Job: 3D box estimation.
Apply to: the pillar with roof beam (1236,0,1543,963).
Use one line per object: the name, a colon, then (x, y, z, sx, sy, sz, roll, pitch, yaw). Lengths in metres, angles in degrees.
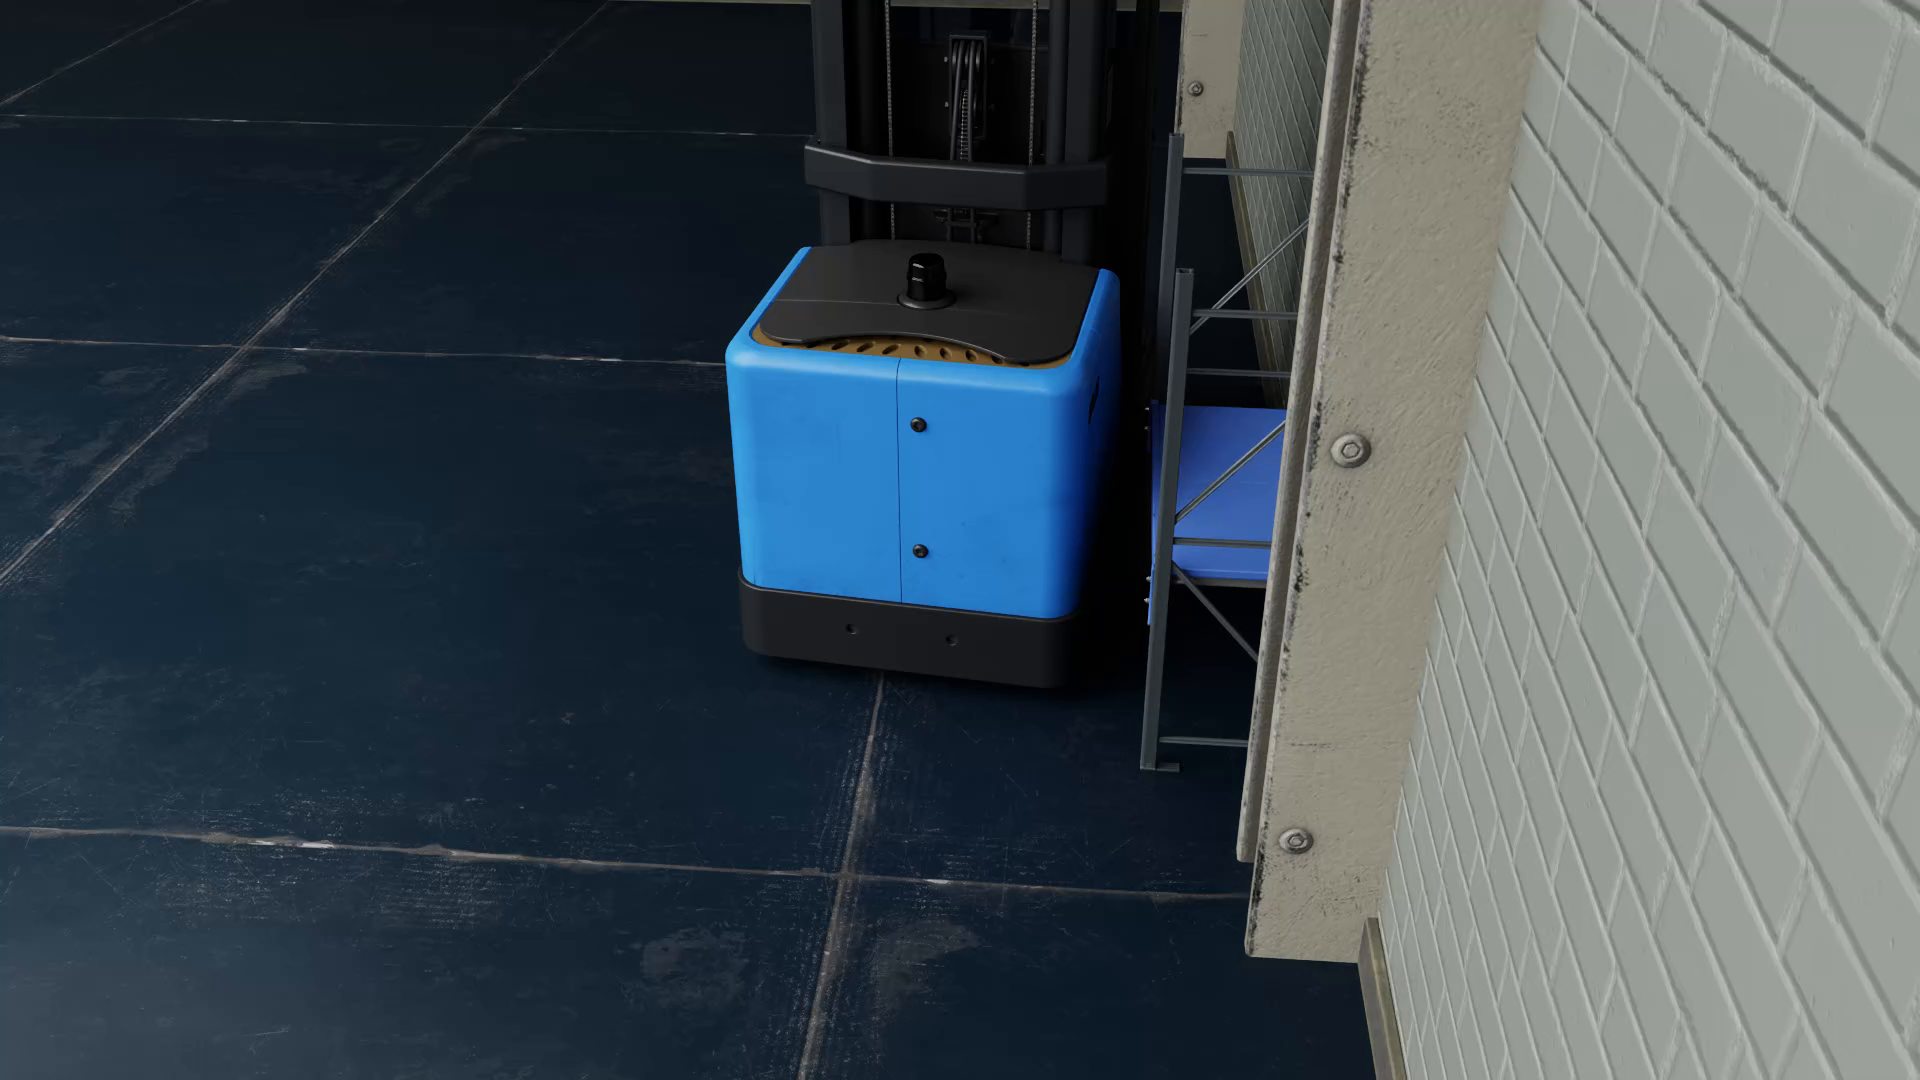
pillar with roof beam: (-3.417, -3.089, 2.185, 9.100, 9.000, 0.400, 2, 32, 4)

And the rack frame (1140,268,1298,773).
rack frame: (0.759, 0.016, 4.295, 0.500, 1.500, 0.032, 3, 32, 4)

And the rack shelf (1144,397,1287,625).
rack shelf: (0.805, -0.097, 4.821, 0.538, 0.185, 1.000, 3, 32, 4)

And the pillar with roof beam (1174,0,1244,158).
pillar with roof beam: (-2.929, -6.226, 7.276, 9.100, 9.000, 0.400, 2, 32, 4)

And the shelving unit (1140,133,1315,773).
shelving unit: (0.805, -0.250, 4.726, 0.538, 1.500, 1.048, 3, 32, 4)

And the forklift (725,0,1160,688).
forklift: (0.122, -1.571, 5.506, 1.130, 2.935, 3.031, 6, 32, 10)

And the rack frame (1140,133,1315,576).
rack frame: (0.852, -0.516, 5.157, 0.500, 1.500, 0.032, 3, 32, 4)
